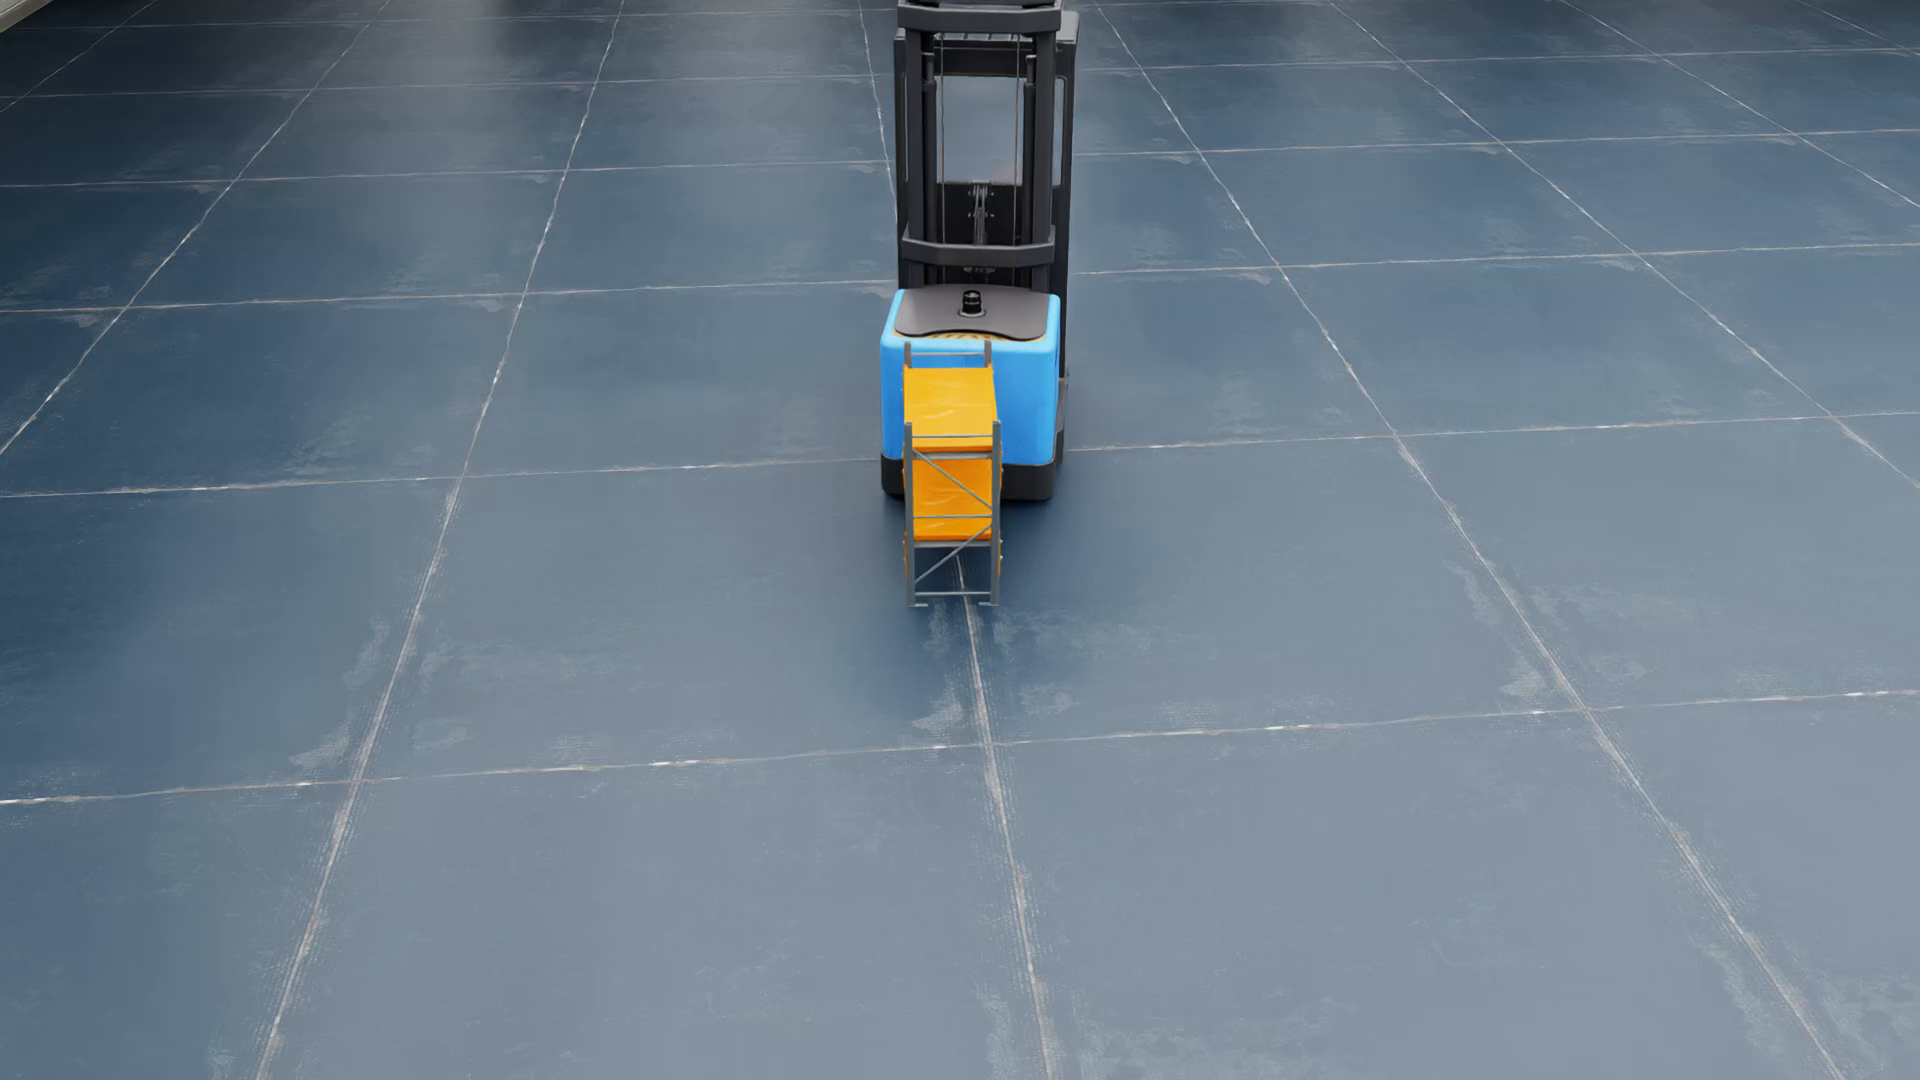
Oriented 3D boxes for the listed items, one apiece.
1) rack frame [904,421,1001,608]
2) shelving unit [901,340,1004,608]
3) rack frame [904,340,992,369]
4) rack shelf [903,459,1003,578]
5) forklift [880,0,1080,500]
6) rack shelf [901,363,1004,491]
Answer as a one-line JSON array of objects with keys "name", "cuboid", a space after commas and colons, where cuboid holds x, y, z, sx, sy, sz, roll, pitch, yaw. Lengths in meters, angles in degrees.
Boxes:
[{"name": "rack frame", "cuboid": [-0.039, -0.122, 8.858, 0.500, 1.125, 0.032, -1, 31, -1]}, {"name": "shelving unit", "cuboid": [-0.054, -0.383, 9.294, 0.538, 1.125, 1.048, -1, 31, -1]}, {"name": "rack frame", "cuboid": [-0.069, -0.643, 9.730, 0.500, 1.125, 0.032, -1, 31, -1]}, {"name": "rack shelf", "cuboid": [-0.054, -0.173, 9.419, 0.538, 0.278, 1.000, -1, 31, -1]}, {"name": "forklift", "cuboid": [0.169, -2.227, 10.621, 1.130, 2.935, 3.031, 3, 31, 4]}, {"name": "rack shelf", "cuboid": [-0.054, -0.634, 9.144, 0.538, 0.278, 1.000, -1, 31, -1]}]
